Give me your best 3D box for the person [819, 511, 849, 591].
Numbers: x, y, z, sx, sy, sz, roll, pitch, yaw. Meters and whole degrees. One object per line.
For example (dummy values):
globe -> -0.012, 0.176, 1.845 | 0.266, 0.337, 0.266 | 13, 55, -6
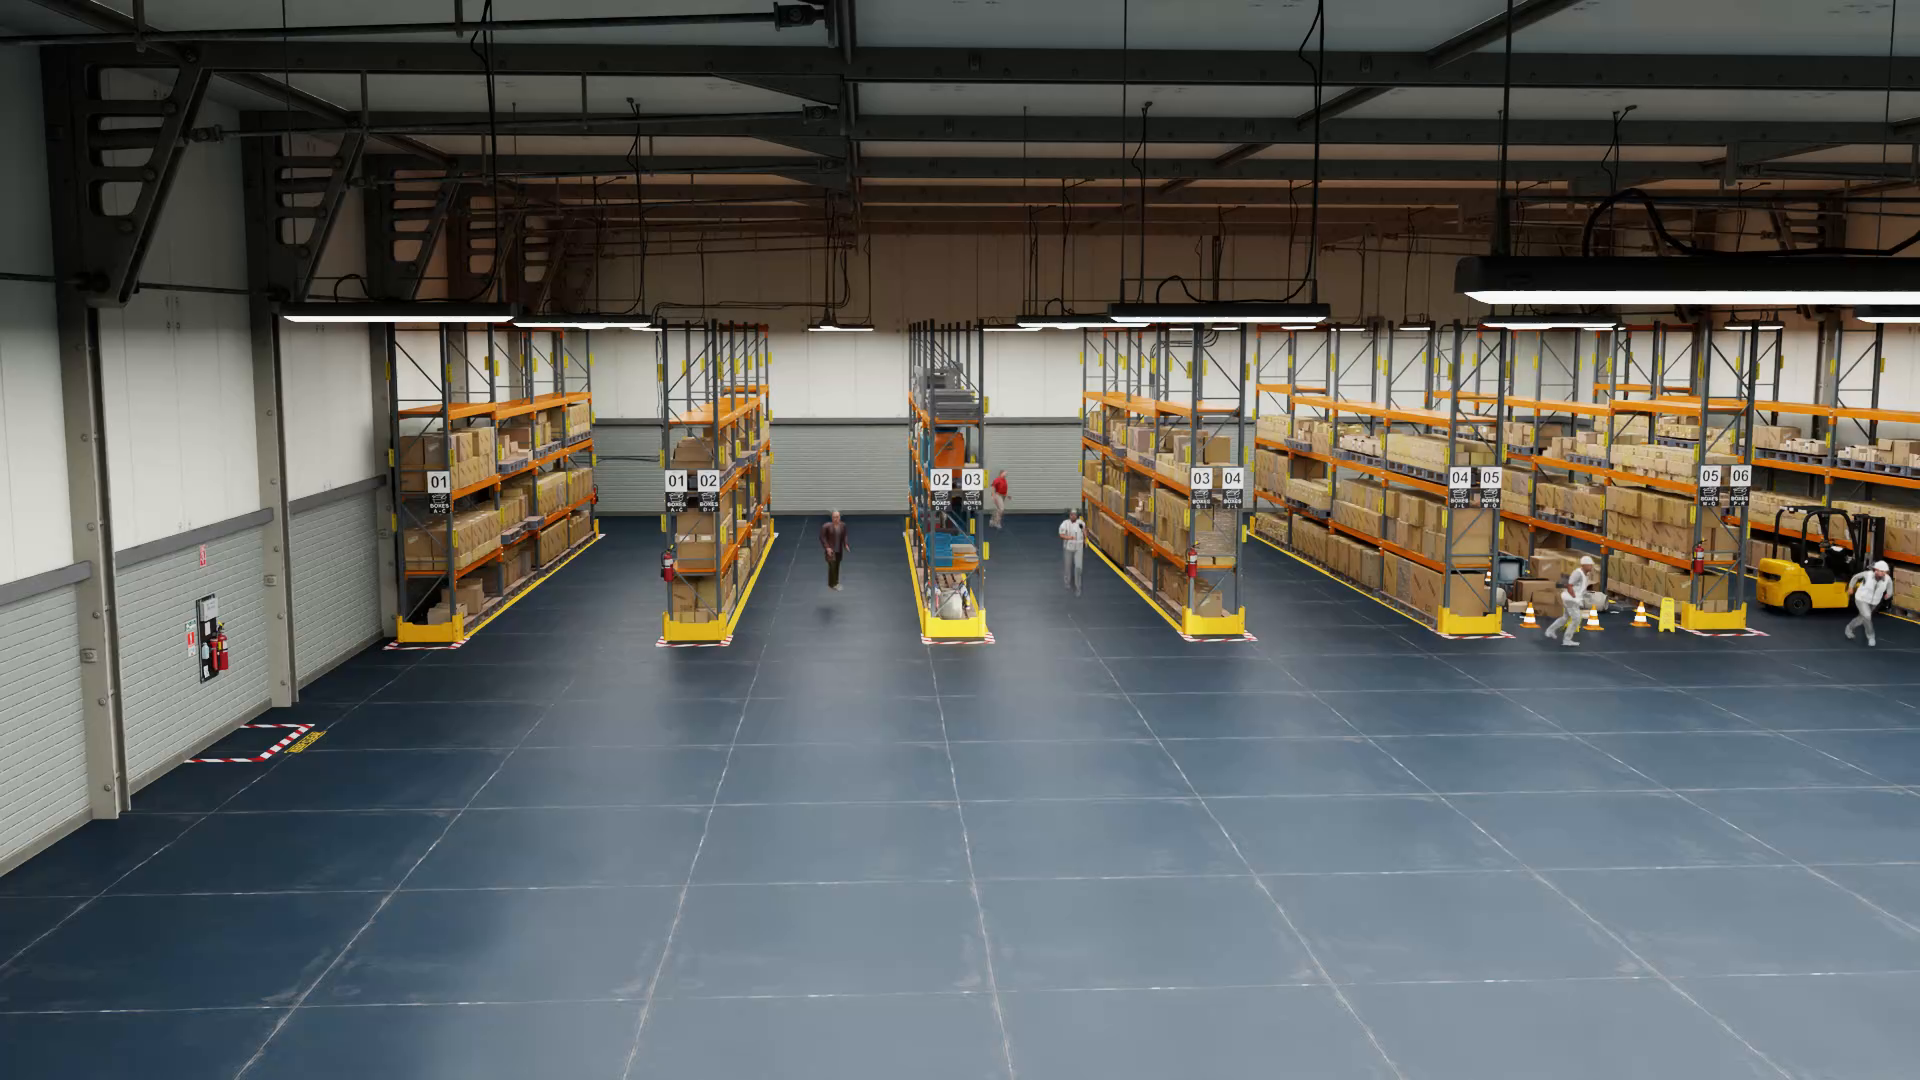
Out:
person -> -2.718, 0.225, 35.400 | 0.687, 1.740, 0.751 | -5, 9, -35

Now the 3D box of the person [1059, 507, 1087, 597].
person -> 2.409, 0.247, 35.217 | 0.650, 1.906, 0.822 | -1, 7, -8

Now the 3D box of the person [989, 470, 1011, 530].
person -> 1.174, -1.203, 49.272 | 0.644, 1.737, 0.686 | 5, 9, 35

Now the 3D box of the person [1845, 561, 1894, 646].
person -> 16.785, 1.115, 30.727 | 0.630, 1.572, 1.120 | 0, 7, 3

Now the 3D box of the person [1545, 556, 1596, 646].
person -> 11.240, 1.108, 30.661 | 0.869, 1.692, 0.680 | 4, 8, 29
